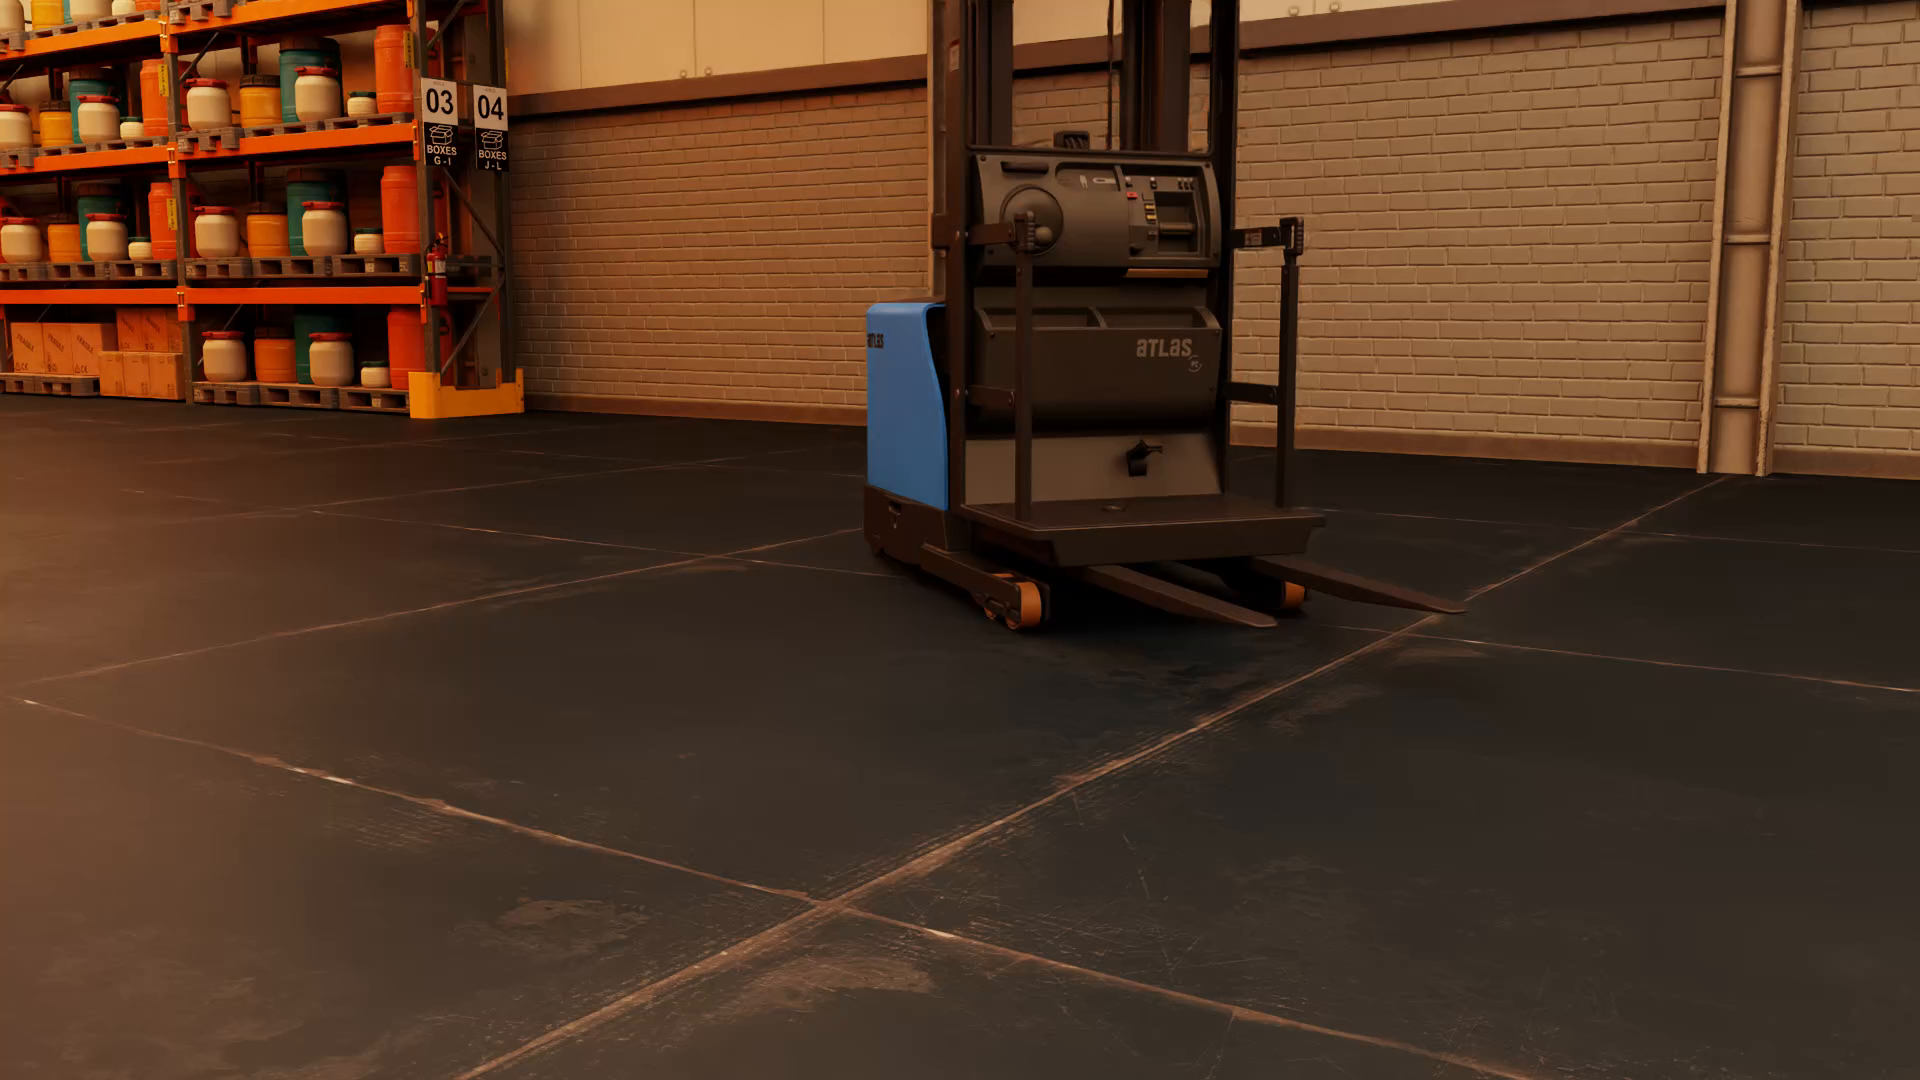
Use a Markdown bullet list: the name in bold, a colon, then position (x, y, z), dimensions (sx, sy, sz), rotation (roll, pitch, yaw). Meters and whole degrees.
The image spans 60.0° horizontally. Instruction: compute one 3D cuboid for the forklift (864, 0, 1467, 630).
- **forklift**: position (0.578, -1.217, 5.749), dimensions (1.130, 2.935, 3.031), rotation (-3, 9, -20)
